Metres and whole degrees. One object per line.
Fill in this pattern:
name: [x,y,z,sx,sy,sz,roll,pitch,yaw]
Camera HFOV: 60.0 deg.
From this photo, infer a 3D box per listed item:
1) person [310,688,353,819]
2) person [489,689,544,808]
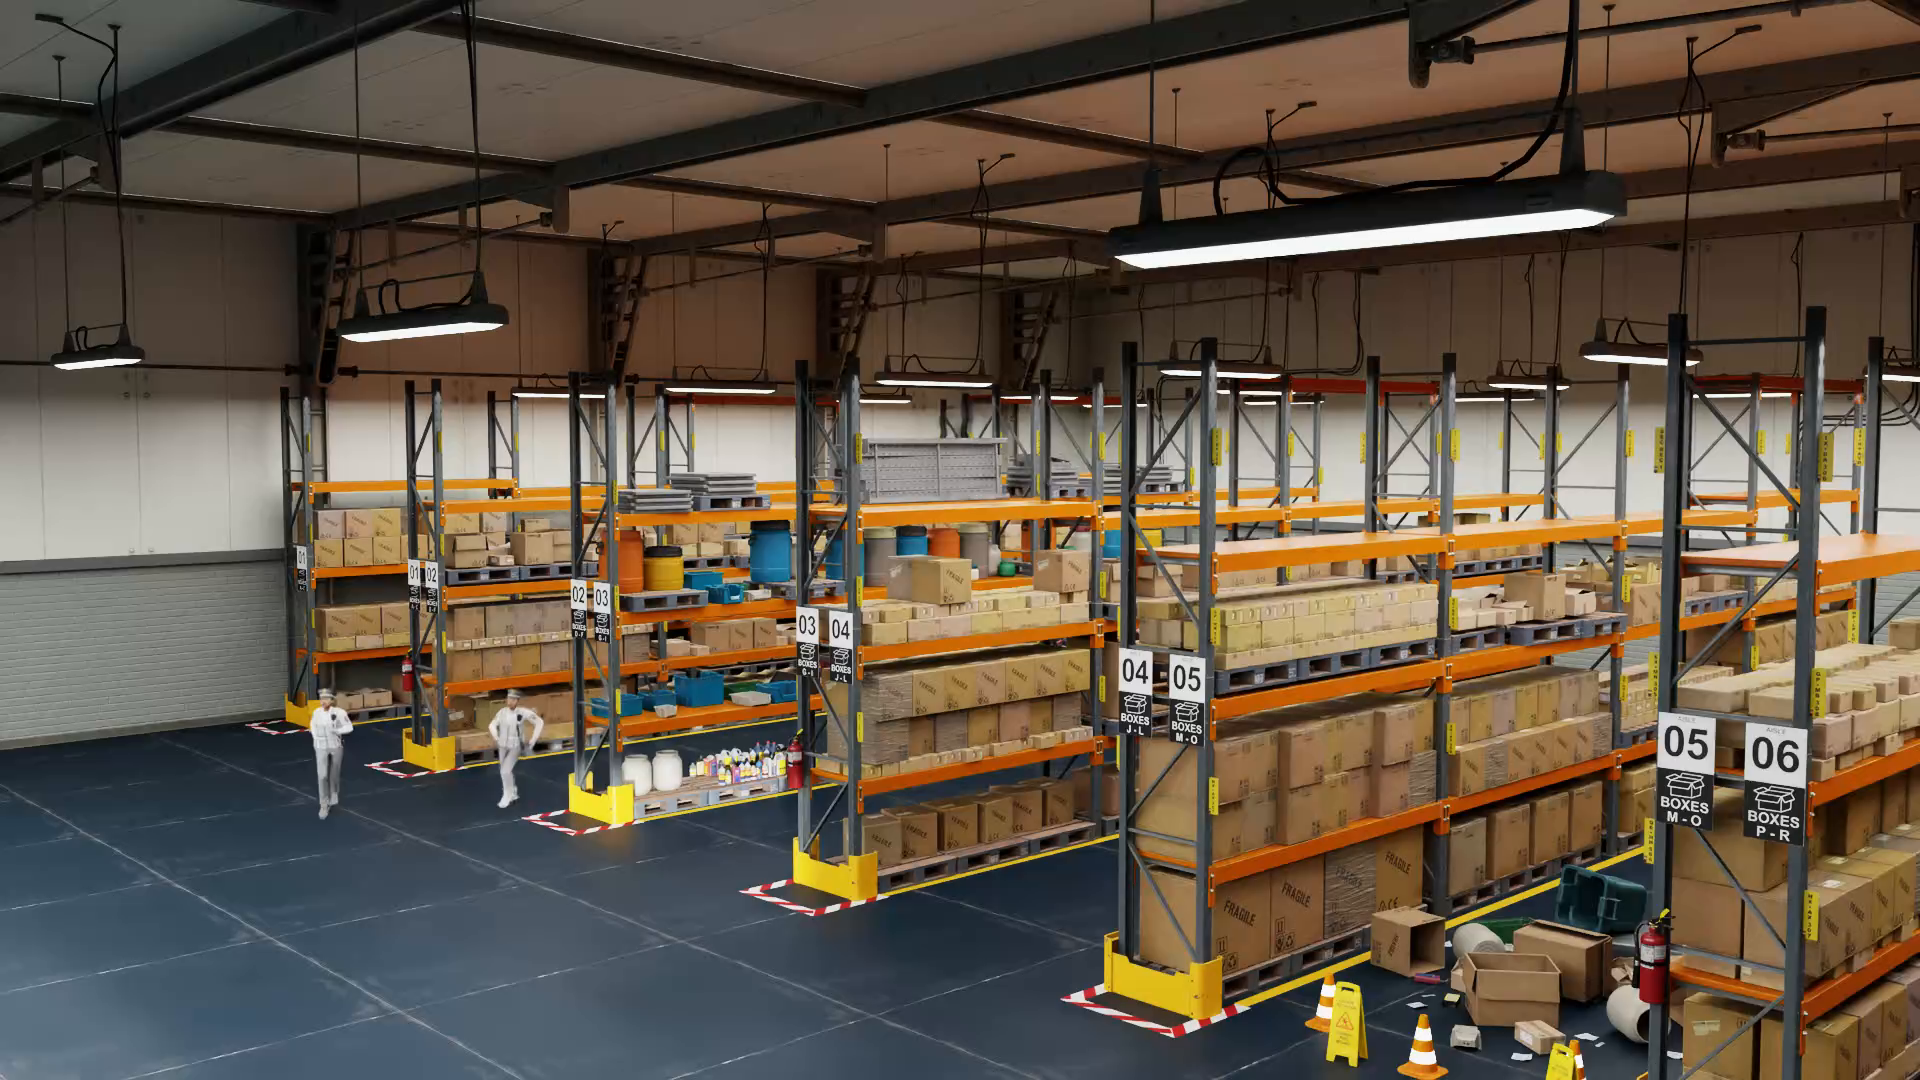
person: [-8.578,2.877,22.692,0.590,1.724,0.823,-1,4,-12]
person: [-6.171,2.873,22.991,0.687,1.661,0.650,1,4,15]
